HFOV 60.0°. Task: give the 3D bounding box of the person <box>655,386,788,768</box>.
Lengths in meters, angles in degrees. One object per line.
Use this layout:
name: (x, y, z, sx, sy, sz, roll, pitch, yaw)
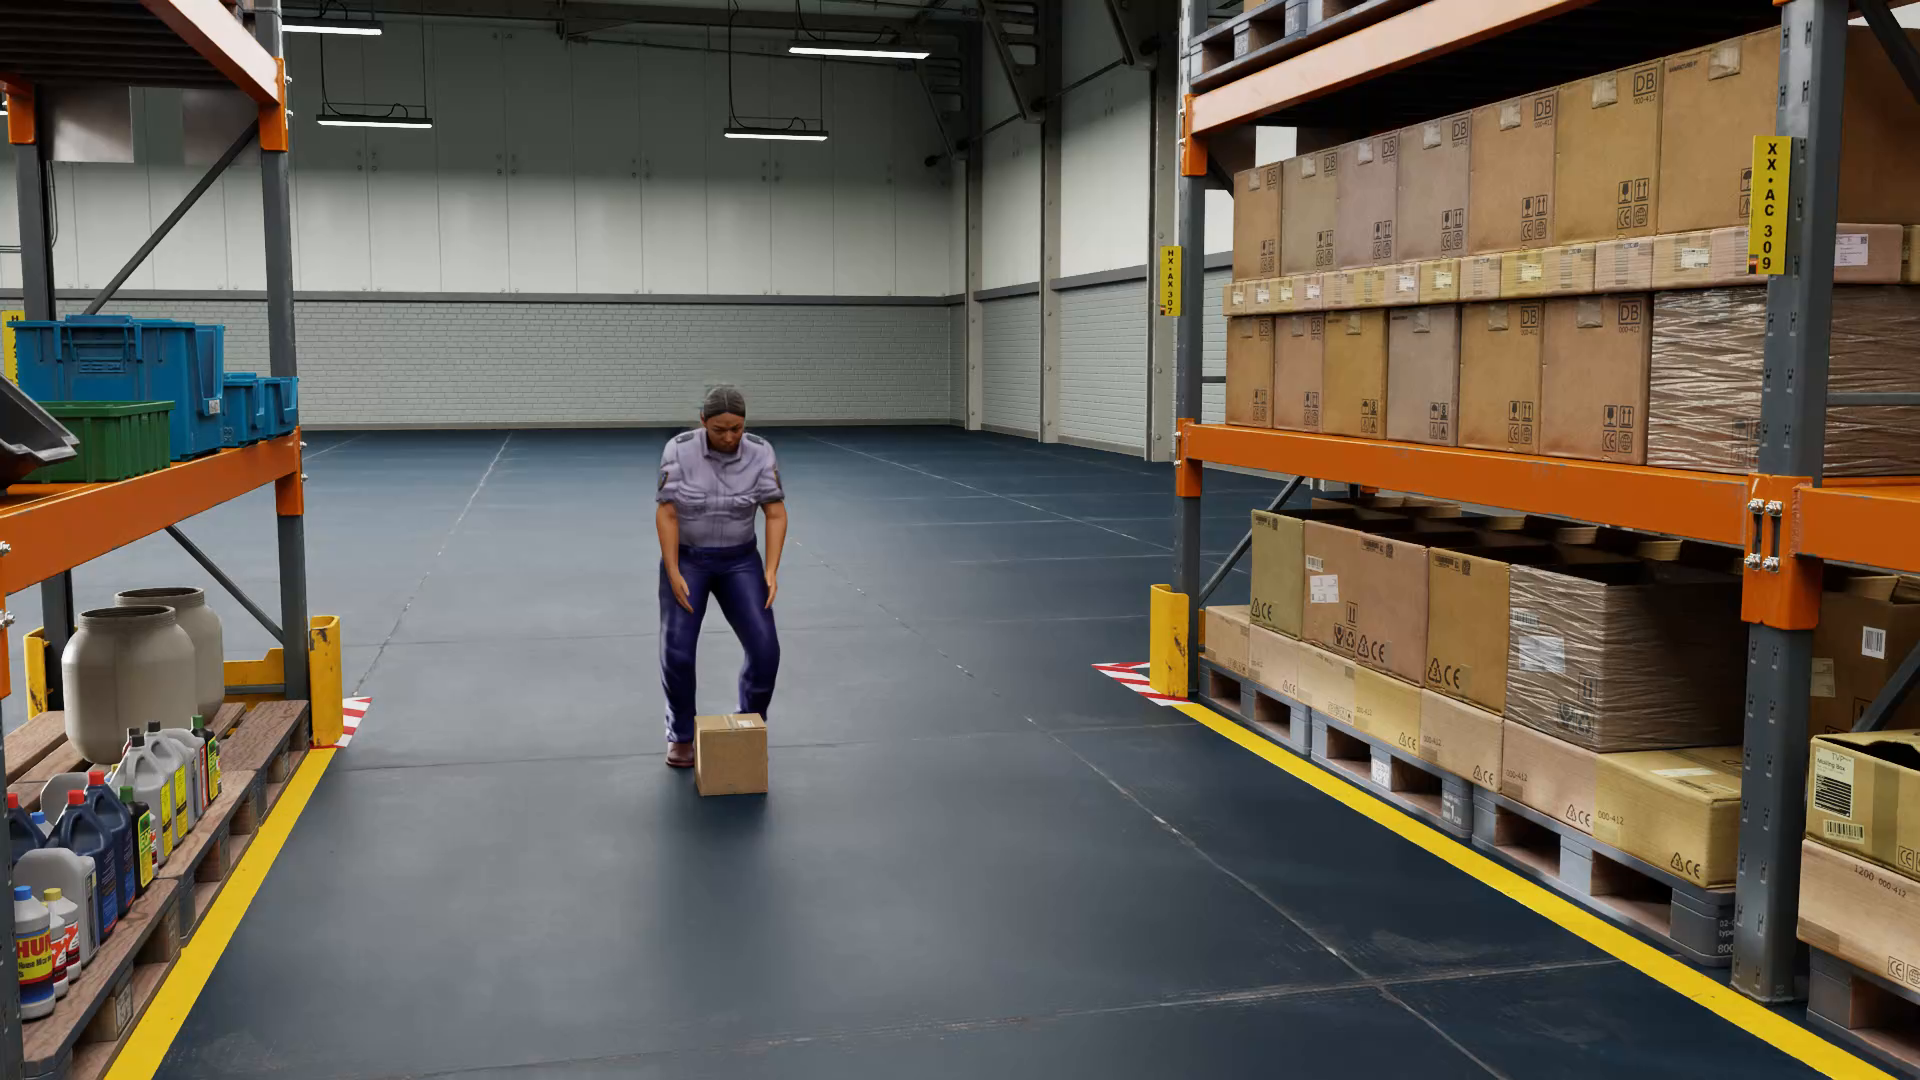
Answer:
person: (-0.953, 0.141, 6.660, 0.522, 1.510, 0.529, -1, 6, -13)
